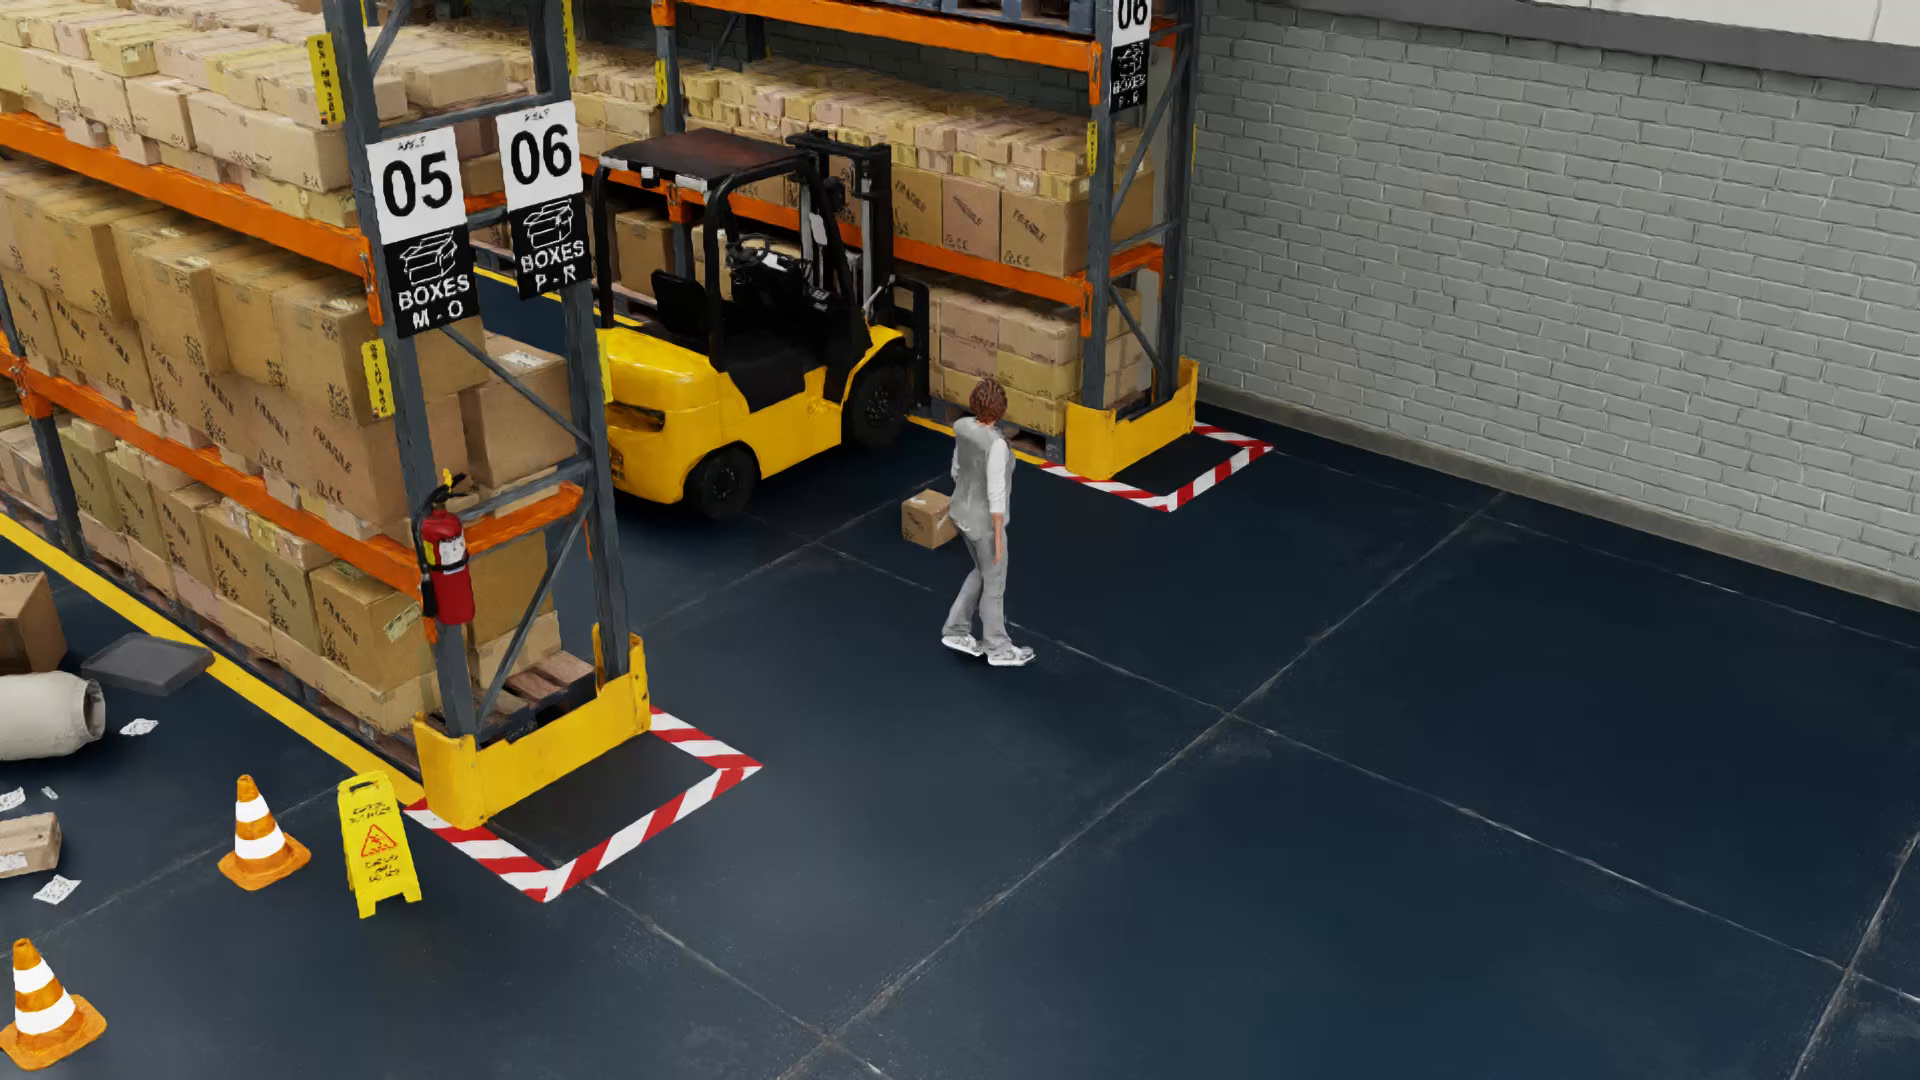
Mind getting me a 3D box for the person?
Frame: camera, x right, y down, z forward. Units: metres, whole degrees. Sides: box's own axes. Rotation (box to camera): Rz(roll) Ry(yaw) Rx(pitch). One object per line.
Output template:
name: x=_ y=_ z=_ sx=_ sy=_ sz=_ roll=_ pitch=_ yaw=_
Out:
person: x=0.120 y=-0.085 z=8.806 sx=0.440 sy=1.589 sz=0.485 roll=-16 pitch=32 yaw=-27
